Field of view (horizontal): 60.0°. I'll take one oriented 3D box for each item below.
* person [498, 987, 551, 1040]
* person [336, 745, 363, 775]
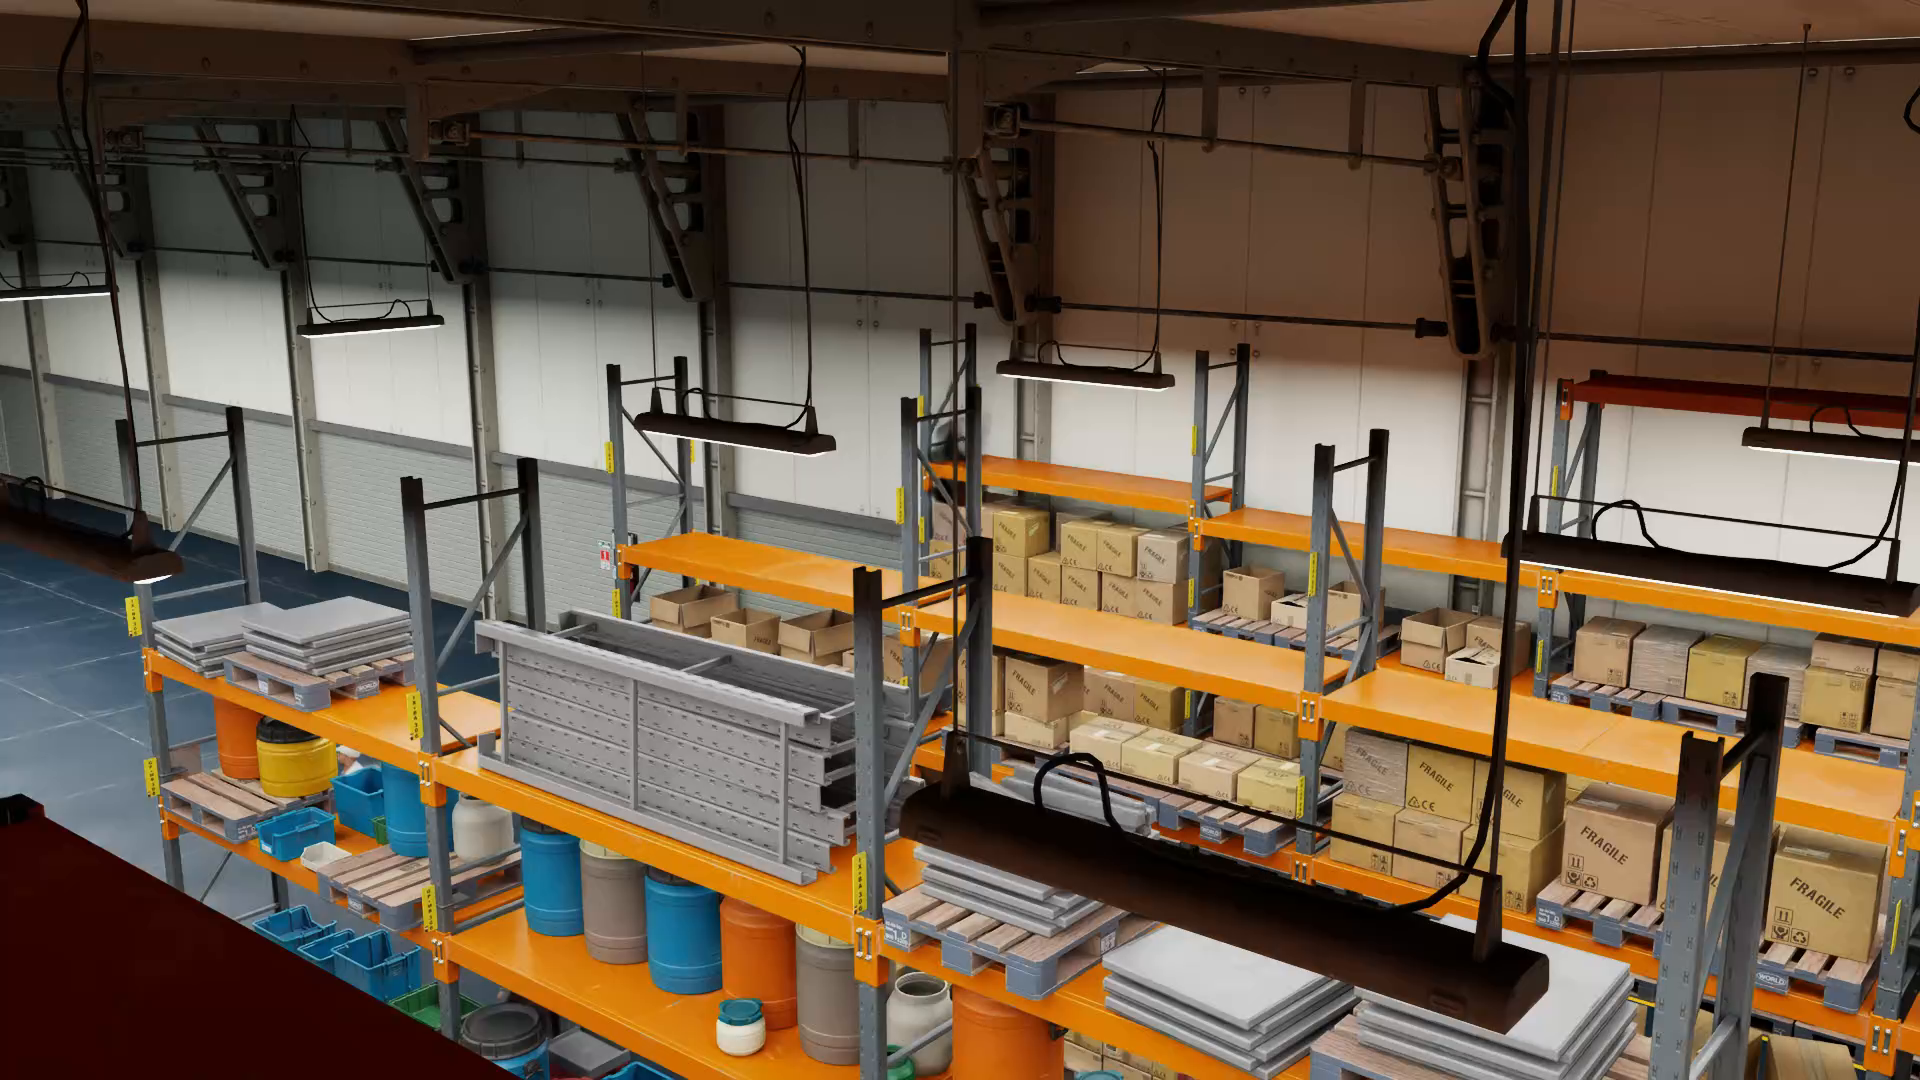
[{"bbox_3d":[-3.728,4.125,14.454,0.869,1.555,0.728,7,15,29],"label":"person"},{"bbox_3d":[-6.687,3.100,18.473,0.890,1.787,0.677,-4,13,-16],"label":"person"}]
